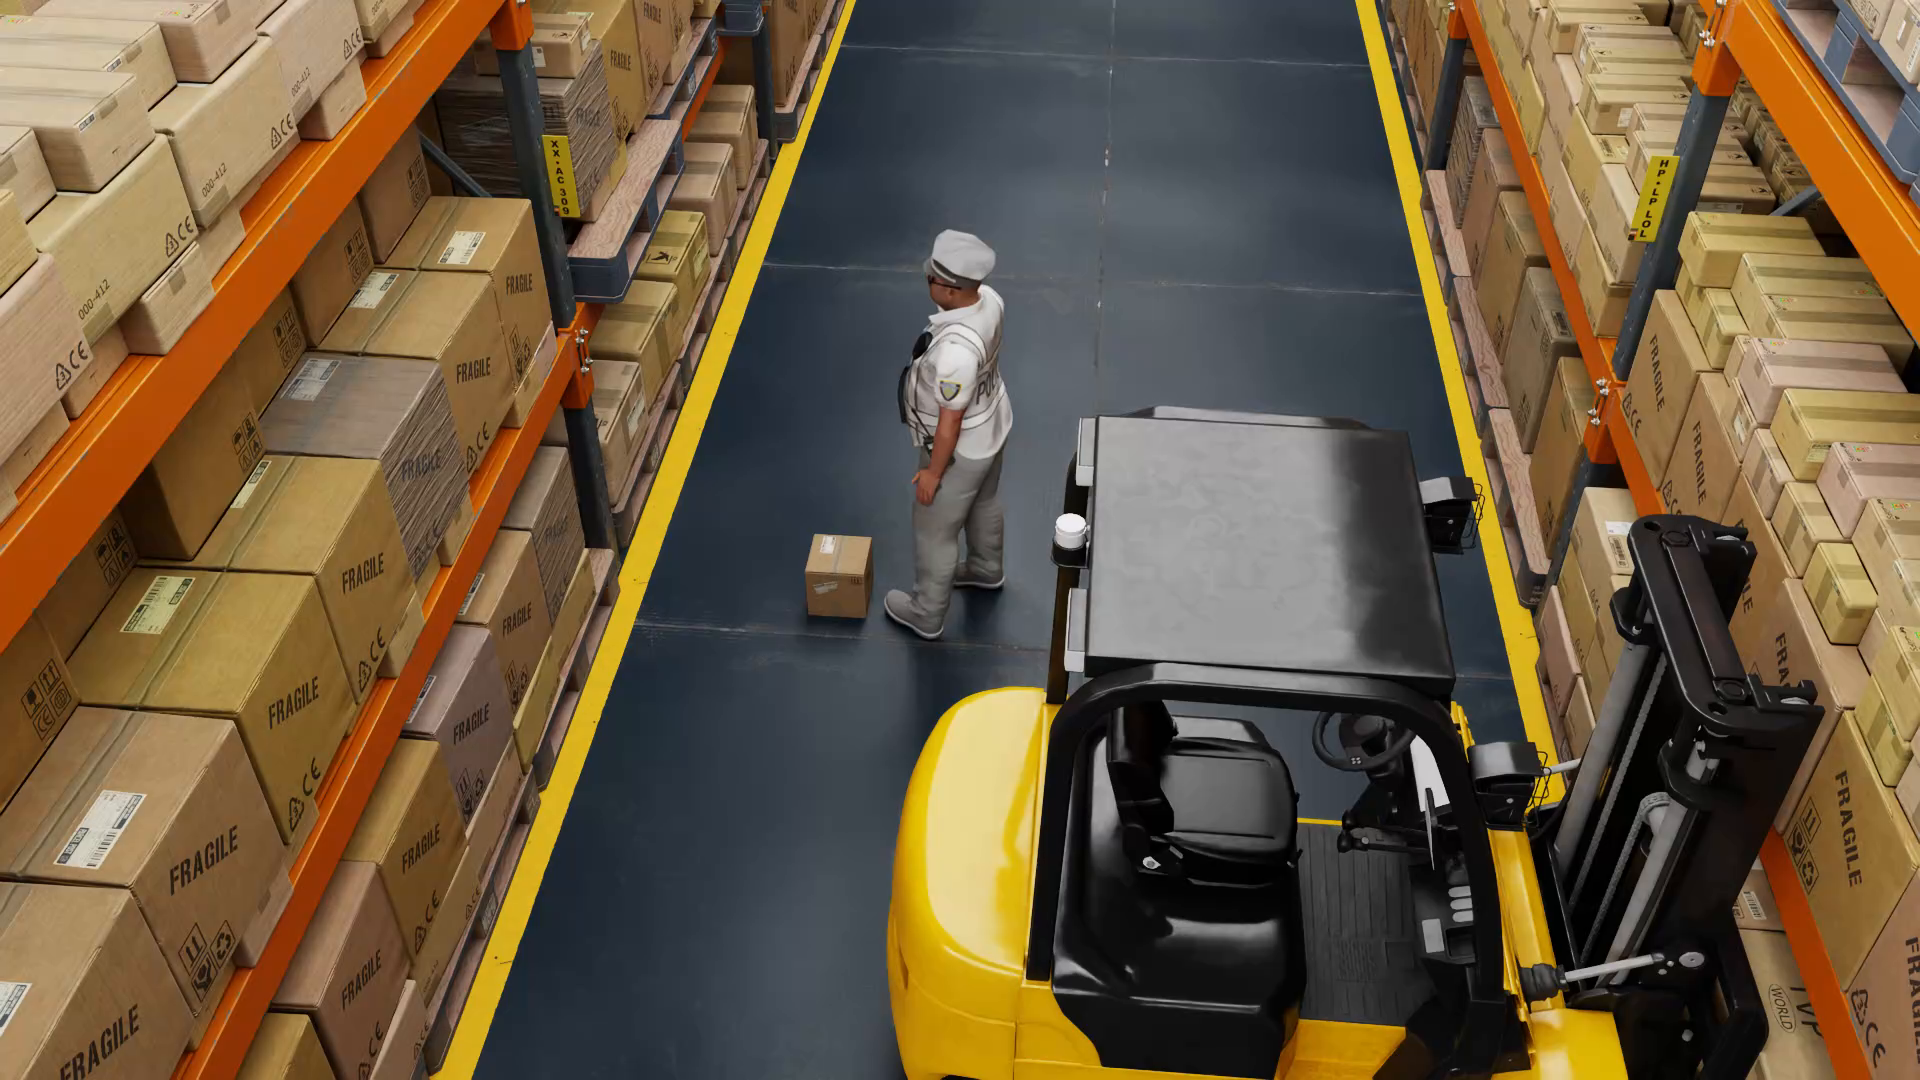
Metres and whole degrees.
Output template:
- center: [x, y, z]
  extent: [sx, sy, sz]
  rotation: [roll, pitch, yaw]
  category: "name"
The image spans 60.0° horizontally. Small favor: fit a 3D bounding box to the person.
- center: [-0.049, -0.423, 6.621]
  extent: [0.492, 1.777, 0.578]
  rotation: [12, 41, 14]
  category: "person"
